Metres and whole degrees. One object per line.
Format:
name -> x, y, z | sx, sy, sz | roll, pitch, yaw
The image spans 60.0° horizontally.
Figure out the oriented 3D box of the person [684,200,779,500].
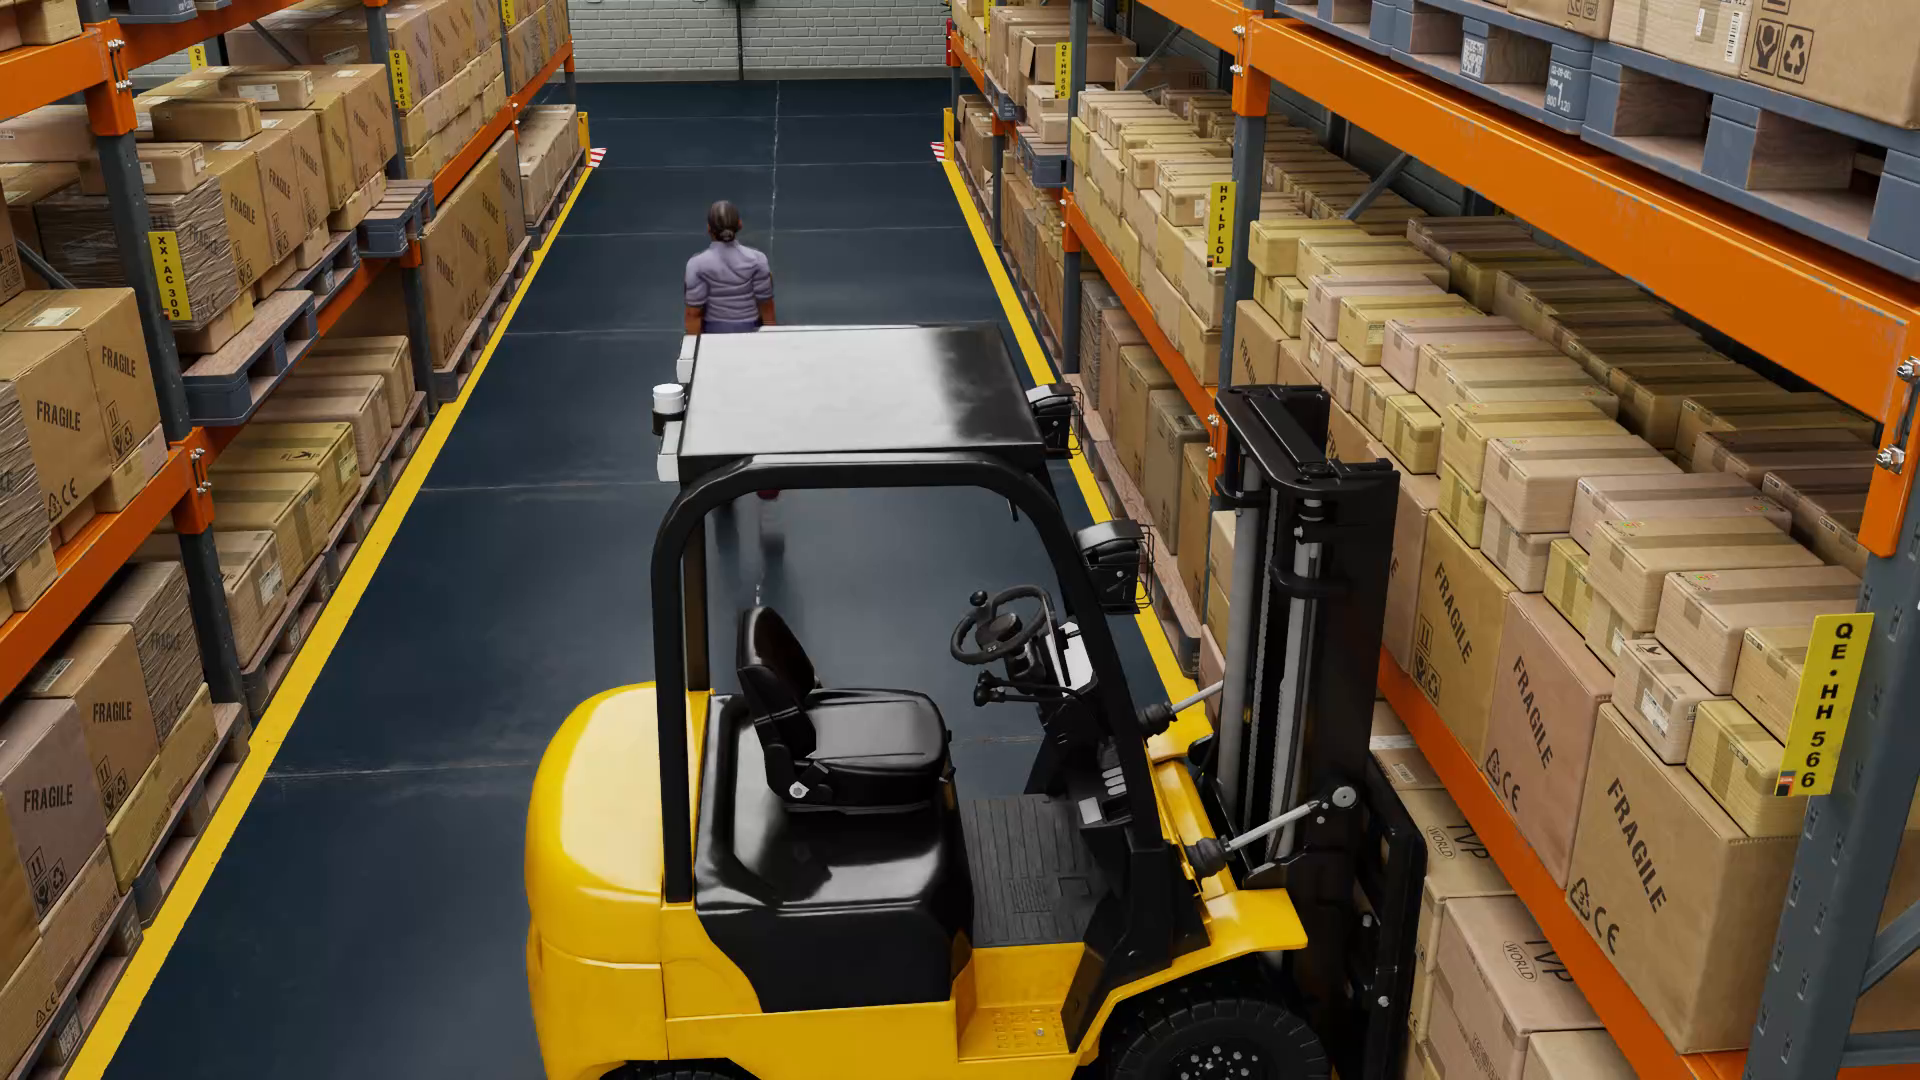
person -> -1.196, -0.981, 8.776 | 0.482, 1.630, 0.607 | -4, 24, -9
